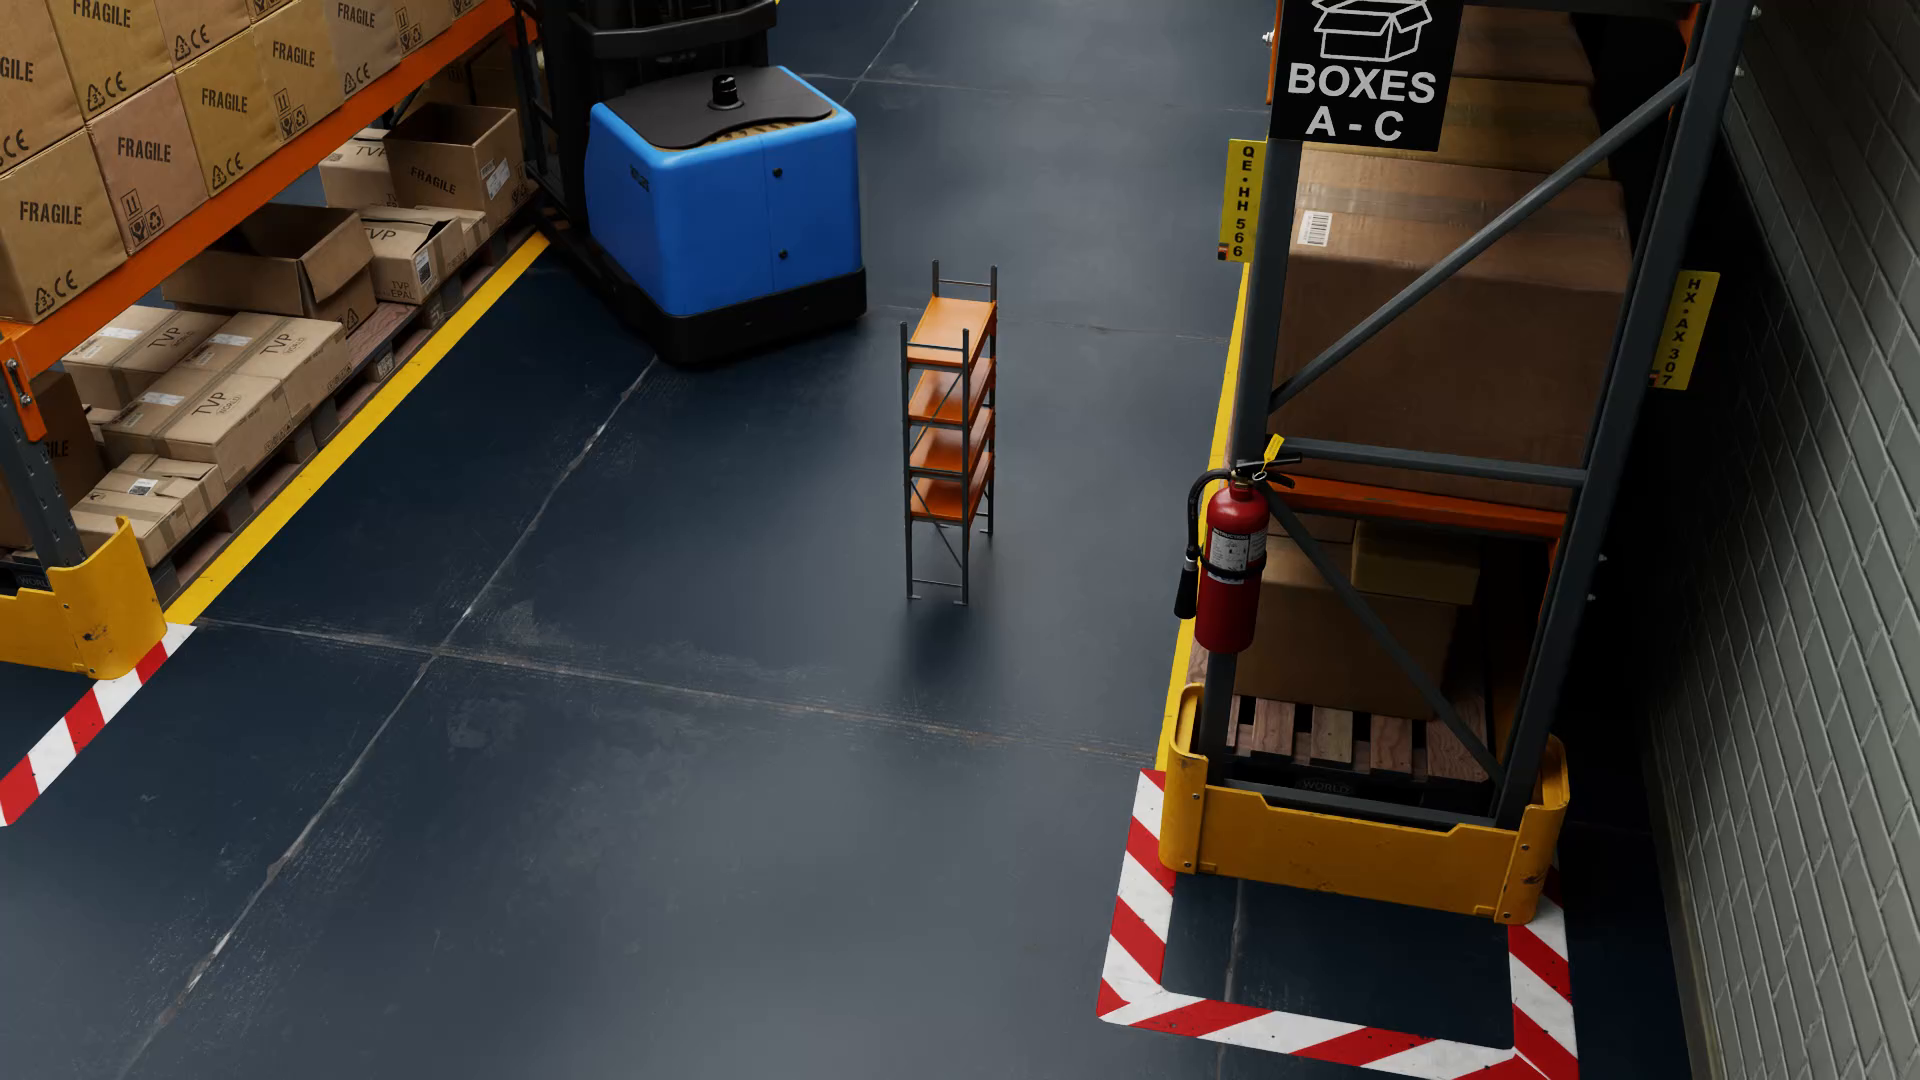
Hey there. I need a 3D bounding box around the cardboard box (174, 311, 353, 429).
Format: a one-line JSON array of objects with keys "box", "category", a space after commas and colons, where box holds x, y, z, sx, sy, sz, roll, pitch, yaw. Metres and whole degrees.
[{"box": [-2.995, -0.739, 7.182, 0.500, 0.250, 0.500, 7, 37, 10], "category": "cardboard box"}]

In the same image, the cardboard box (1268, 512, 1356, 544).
[{"box": [1.140, -0.137, 5.603, 0.380, 0.149, 0.250, 7, 37, 9], "category": "cardboard box"}]

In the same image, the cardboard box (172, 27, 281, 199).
[{"box": [-3.034, -1.671, 6.414, 0.500, 0.500, 0.500, 7, 37, 10], "category": "cardboard box"}]

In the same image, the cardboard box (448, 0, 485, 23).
[{"box": [-2.603, -2.840, 8.027, 0.500, 0.500, 0.500, 8, 37, 11], "category": "cardboard box"}]

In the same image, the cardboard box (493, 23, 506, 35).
[{"box": [-2.808, -2.886, 9.930, 0.500, 0.500, 0.500, 7, 37, 10], "category": "cardboard box"}]

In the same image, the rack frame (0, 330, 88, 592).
[{"box": [-3.602, -0.825, 5.332, 1.000, 3.000, 0.127, 7, 37, 10], "category": "rack frame"}]

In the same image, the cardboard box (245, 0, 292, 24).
[{"box": [-2.926, -2.370, 6.527, 0.500, 0.500, 0.500, 7, 37, 10], "category": "cardboard box"}]

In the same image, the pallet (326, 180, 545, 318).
[{"box": [-2.895, -1.596, 8.772, 1.003, 0.211, 1.213, 7, 37, 10], "category": "pallet"}]

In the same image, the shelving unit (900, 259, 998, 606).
[{"box": [-0.035, -0.391, 6.267, 0.258, 1.200, 0.503, 7, 37, 10], "category": "shelving unit"}]

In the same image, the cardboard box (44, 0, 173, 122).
[{"box": [-3.145, -1.792, 5.730, 0.500, 0.500, 0.500, 8, 37, 10], "category": "cardboard box"}]

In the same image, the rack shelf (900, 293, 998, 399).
[{"box": [-0.035, -0.709, 6.036, 0.258, 0.148, 0.480, 7, 37, 10], "category": "rack shelf"}]

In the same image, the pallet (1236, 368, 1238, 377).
[{"box": [1.854, -0.944, 7.873, 1.003, 0.211, 1.213, 7, 37, 10], "category": "pallet"}]

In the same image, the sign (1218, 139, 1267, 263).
[{"box": [0.711, -0.847, 4.174, 0.100, 0.325, 0.005, 7, 37, 10], "category": "sign"}]

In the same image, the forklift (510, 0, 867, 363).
[{"box": [-1.646, -2.852, 8.187, 1.130, 2.935, 3.031, -19, 40, -25], "category": "forklift"}]

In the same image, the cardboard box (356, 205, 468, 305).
[{"box": [-2.752, -1.416, 8.063, 0.500, 0.311, 0.500, 7, 37, 10], "category": "cardboard box"}]

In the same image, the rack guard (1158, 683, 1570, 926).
[{"box": [1.233, 0.820, 5.193, 1.175, 0.500, 0.348, 7, 37, 10], "category": "rack guard"}]

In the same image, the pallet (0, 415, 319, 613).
[{"box": [-3.416, -0.197, 6.842, 1.003, 0.211, 1.213, 7, 37, 10], "category": "pallet"}]

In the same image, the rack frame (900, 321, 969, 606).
[{"box": [-0.087, -0.251, 6.074, 0.240, 1.200, 0.015, 7, 37, 10], "category": "rack frame"}]

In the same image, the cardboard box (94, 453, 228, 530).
[{"box": [-3.123, -0.196, 6.504, 0.380, 0.166, 0.250, 7, 37, 10], "category": "cardboard box"}]

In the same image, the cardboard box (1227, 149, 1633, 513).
[{"box": [1.338, -0.621, 4.796, 0.980, 0.700, 0.700, 9, 37, 12], "category": "cardboard box"}]

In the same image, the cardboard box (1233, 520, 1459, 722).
[{"box": [1.290, 0.222, 5.660, 0.700, 0.500, 0.500, 7, 37, 10], "category": "cardboard box"}]

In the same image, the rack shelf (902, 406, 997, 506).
[{"box": [-0.035, -0.336, 6.306, 0.258, 0.148, 0.480, 7, 37, 10], "category": "rack shelf"}]

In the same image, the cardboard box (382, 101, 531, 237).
[{"box": [-2.592, -1.922, 8.601, 0.500, 0.500, 0.500, 7, 37, 10], "category": "cardboard box"}]

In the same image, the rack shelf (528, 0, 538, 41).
[{"box": [-2.320, -3.974, 10.290, 1.077, 0.370, 4.000, 7, 37, 10], "category": "rack shelf"}]

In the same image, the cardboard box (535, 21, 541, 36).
[{"box": [-2.303, -2.838, 9.865, 0.500, 0.500, 0.500, 8, 37, 11], "category": "cardboard box"}]

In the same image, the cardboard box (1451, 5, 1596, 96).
[{"box": [1.654, -1.476, 5.975, 0.980, 0.700, 0.700, 6, 36, 8], "category": "cardboard box"}]

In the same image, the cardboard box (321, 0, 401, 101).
[{"box": [-2.820, -2.250, 7.213, 0.500, 0.500, 0.500, 8, 37, 11], "category": "cardboard box"}]

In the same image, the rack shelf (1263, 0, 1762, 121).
[{"box": [1.666, -2.276, 5.392, 1.077, 0.370, 4.000, 7, 37, 10], "category": "rack shelf"}]

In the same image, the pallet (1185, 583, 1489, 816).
[{"box": [1.333, 0.455, 5.943, 1.003, 0.211, 1.213, 7, 37, 10], "category": "pallet"}]

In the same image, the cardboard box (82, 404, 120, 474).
[{"box": [-3.552, -0.420, 6.812, 0.380, 0.166, 0.250, 7, 37, 10], "category": "cardboard box"}]

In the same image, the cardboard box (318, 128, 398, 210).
[{"box": [-3.048, -1.994, 8.862, 0.500, 0.311, 0.500, 7, 37, 10], "category": "cardboard box"}]

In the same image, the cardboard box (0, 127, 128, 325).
[{"box": [-3.249, -1.087, 5.609, 0.500, 0.500, 0.500, 8, 37, 11], "category": "cardboard box"}]

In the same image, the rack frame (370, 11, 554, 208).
[{"box": [-2.747, -3.118, 8.497, 1.000, 3.000, 0.127, 7, 37, 10], "category": "rack frame"}]
